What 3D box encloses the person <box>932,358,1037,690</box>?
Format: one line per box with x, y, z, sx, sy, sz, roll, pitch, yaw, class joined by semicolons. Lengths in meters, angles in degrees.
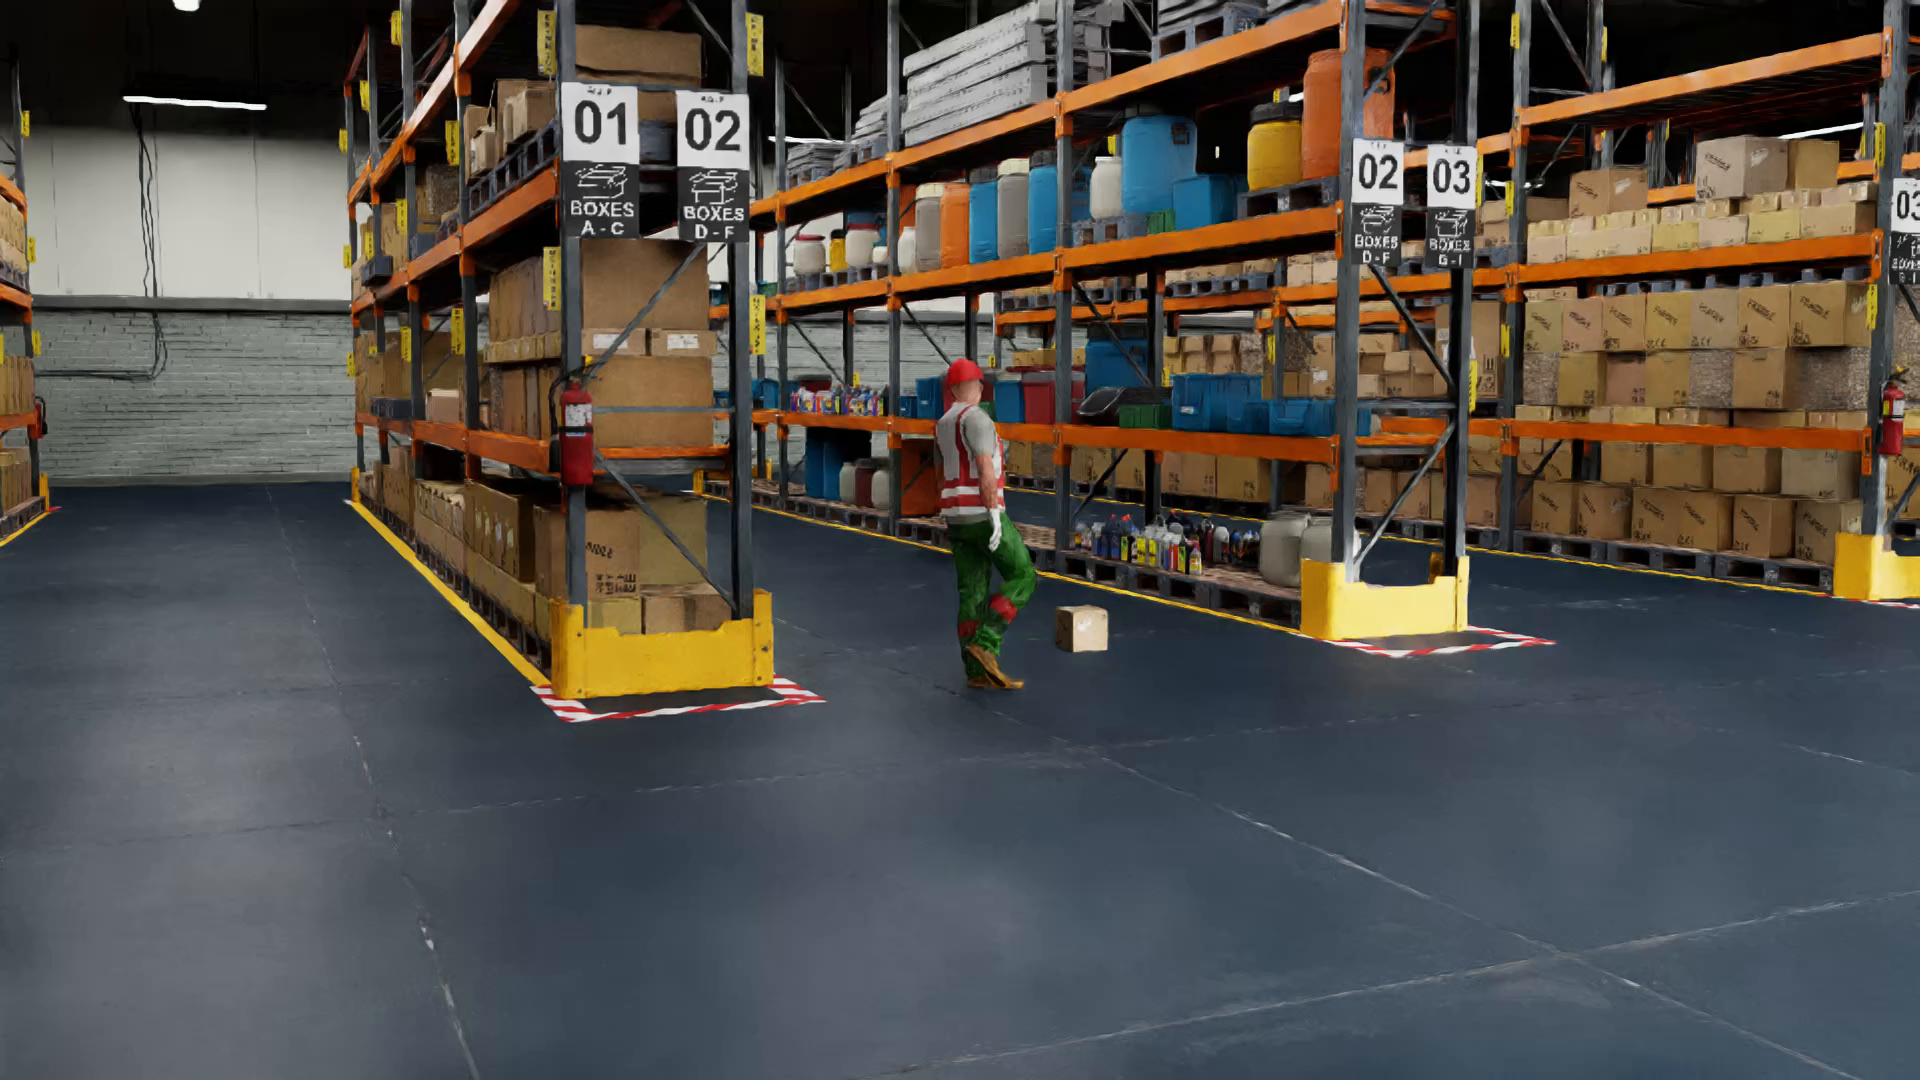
0.141;-0.088;8.921;0.453;1.774;0.728;-3;6;-26;person
